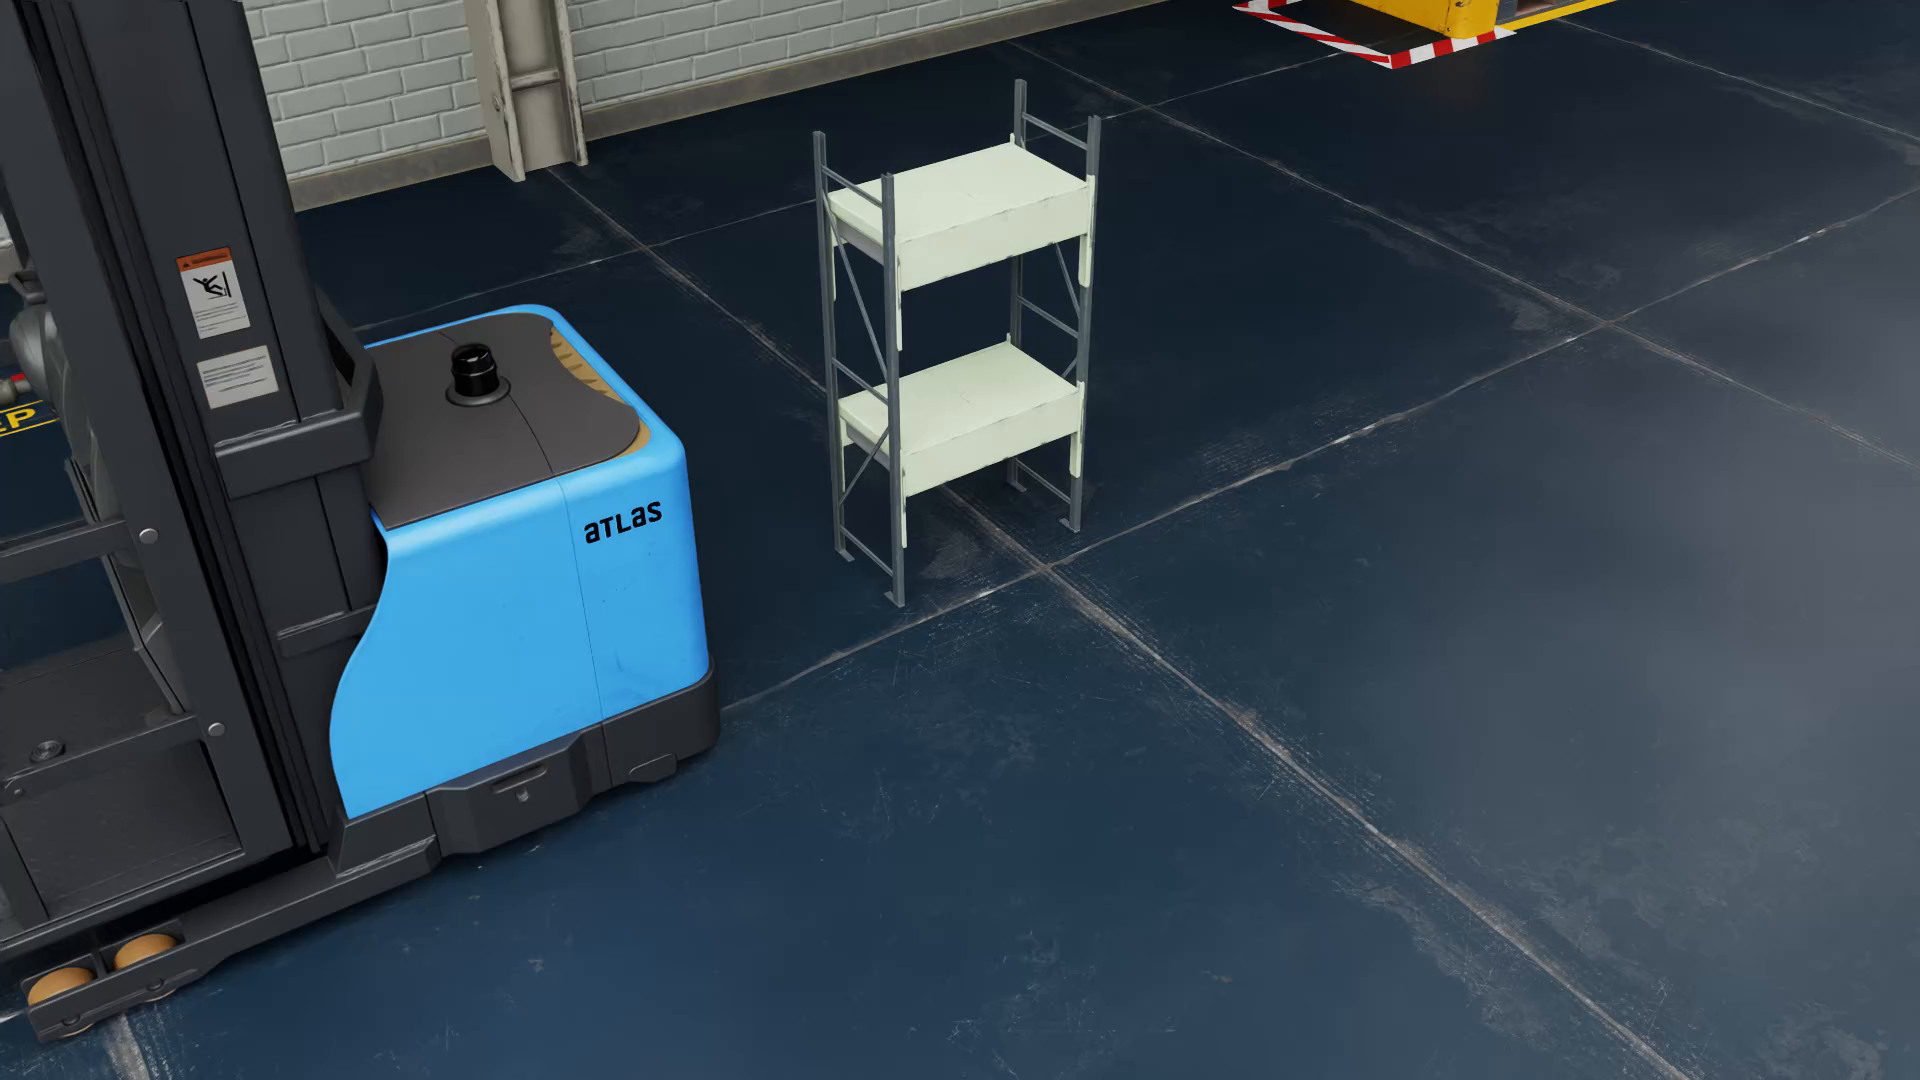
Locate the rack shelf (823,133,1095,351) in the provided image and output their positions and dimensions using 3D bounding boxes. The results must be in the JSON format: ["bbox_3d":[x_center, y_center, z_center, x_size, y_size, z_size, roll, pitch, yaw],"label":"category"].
[{"bbox_3d":[-0.005,-0.923,5.081,0.720,0.370,0.431,-22,41,-28],"label":"rack shelf"}]

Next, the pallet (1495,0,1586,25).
[{"bbox_3d":[3.457,-3.642,10.633,1.213,0.211,1.003,-22,41,-28],"label":"pallet"}]

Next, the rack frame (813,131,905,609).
[{"bbox_3d":[-0.305,-0.484,5.138,0.023,1.500,0.400,-22,41,-28],"label":"rack frame"}]

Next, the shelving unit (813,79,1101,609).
[{"bbox_3d":[-0.005,-0.607,5.309,0.755,1.500,0.431,-22,41,-28],"label":"shelving unit"}]

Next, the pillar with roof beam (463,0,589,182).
[{"bbox_3d":[0.360,-3.503,2.914,0.400,9.000,9.100,-22,41,-28],"label":"pillar with roof beam"}]

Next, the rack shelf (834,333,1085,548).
[{"bbox_3d":[-0.005,-0.342,5.499,0.720,0.370,0.431,-22,41,-28],"label":"rack shelf"}]

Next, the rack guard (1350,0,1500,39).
[{"bbox_3d":[2.772,-3.503,10.192,0.348,0.500,1.175,-22,41,-28],"label":"rack guard"}]

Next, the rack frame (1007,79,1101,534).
[{"bbox_3d":[0.294,-0.730,5.480,0.023,1.500,0.400,-22,41,-28],"label":"rack frame"}]

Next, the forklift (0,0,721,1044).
[{"bbox_3d":[-2.212,-0.332,3.701,3.031,2.935,1.130,-21,41,-26],"label":"forklift"}]
